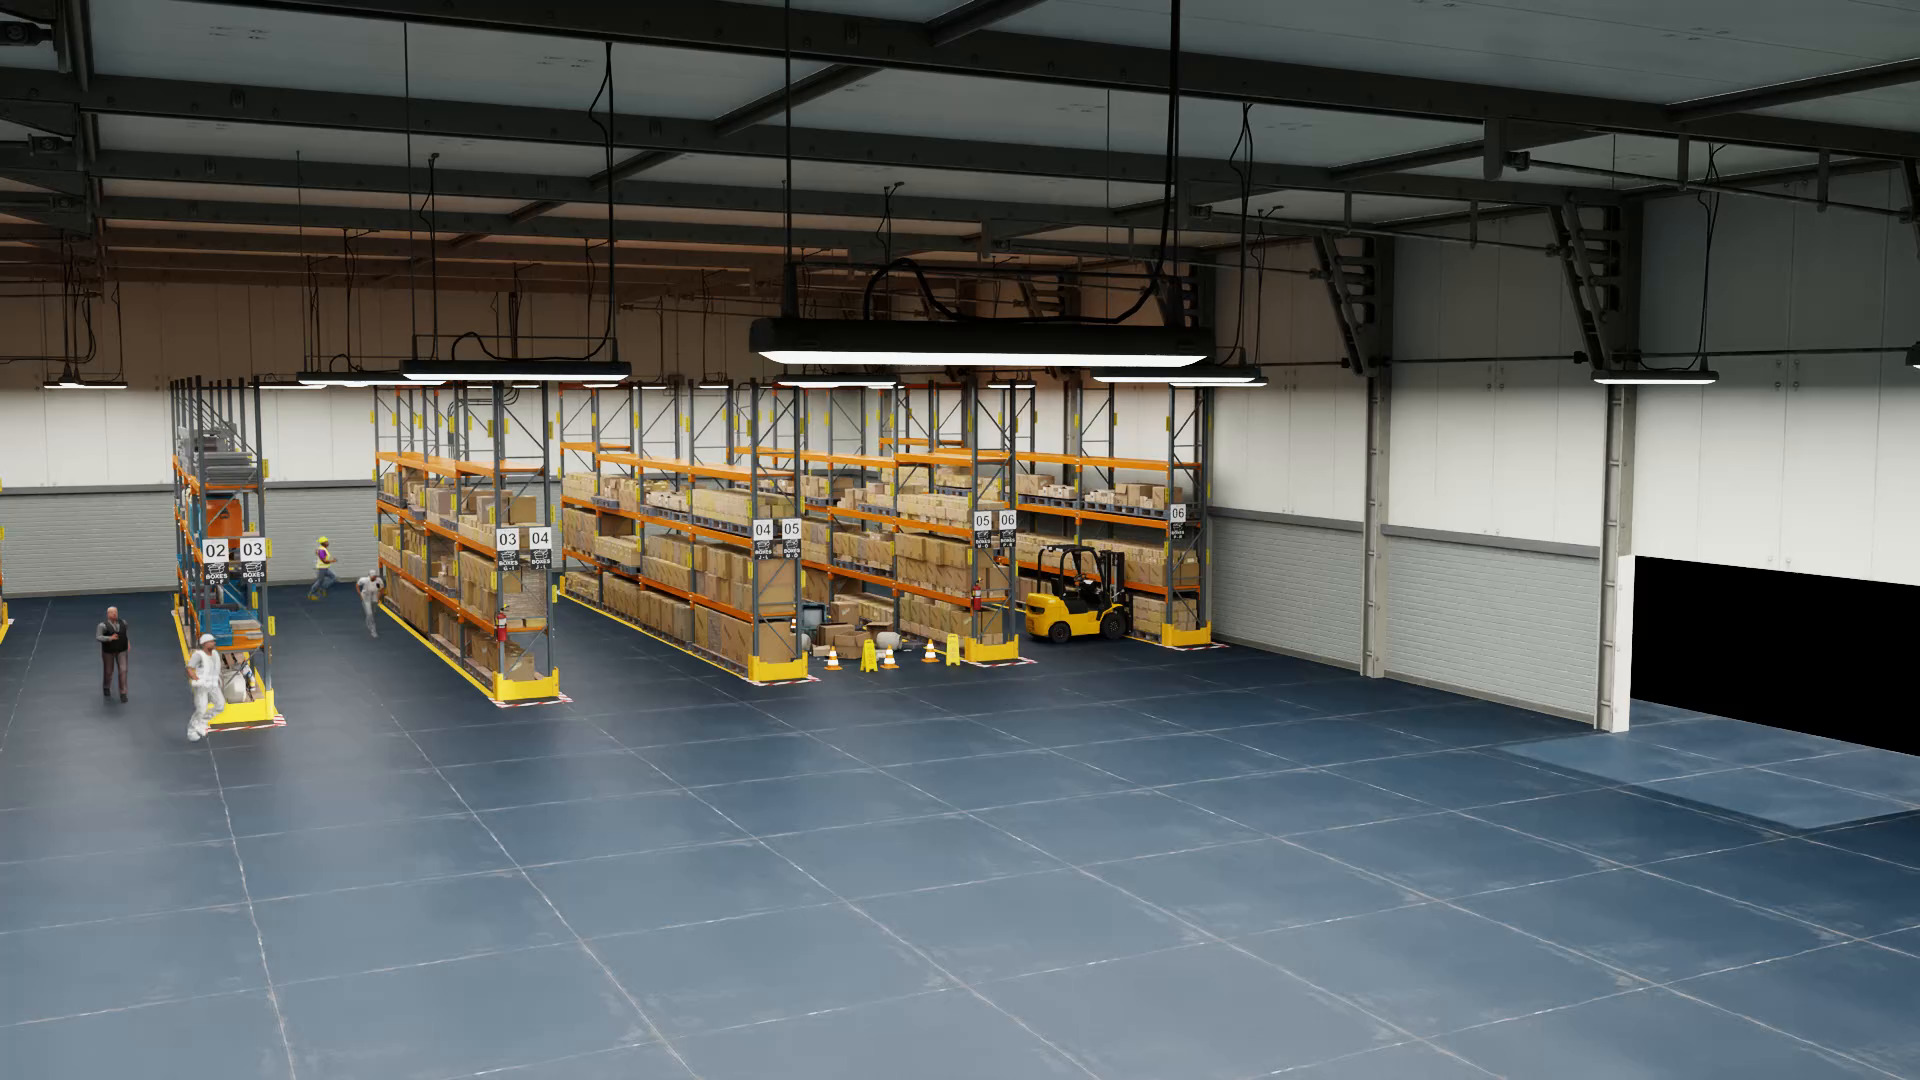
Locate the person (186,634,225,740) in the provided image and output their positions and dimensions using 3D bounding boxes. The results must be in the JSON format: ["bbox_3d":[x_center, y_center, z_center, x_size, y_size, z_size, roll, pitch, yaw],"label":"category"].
[{"bbox_3d":[-12.426,2.413,27.515,0.534,1.714,0.744,2,5,21],"label":"person"}]

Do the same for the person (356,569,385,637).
[{"bbox_3d":[-13.916,1.473,39.227,0.642,1.627,1.033,-3,6,-29],"label":"person"}]

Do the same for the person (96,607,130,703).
[{"bbox_3d":[-15.686,2.112,30.822,0.635,1.737,0.907,-4,7,-41],"label":"person"}]

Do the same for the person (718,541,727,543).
[{"bbox_3d":[-6.252,0.938,44.064,0.602,1.827,0.853,-3,6,-32],"label":"person"}]

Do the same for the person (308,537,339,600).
[{"bbox_3d":[-17.499,0.769,45.752,0.841,1.725,0.718,-1,5,-8],"label":"person"}]
